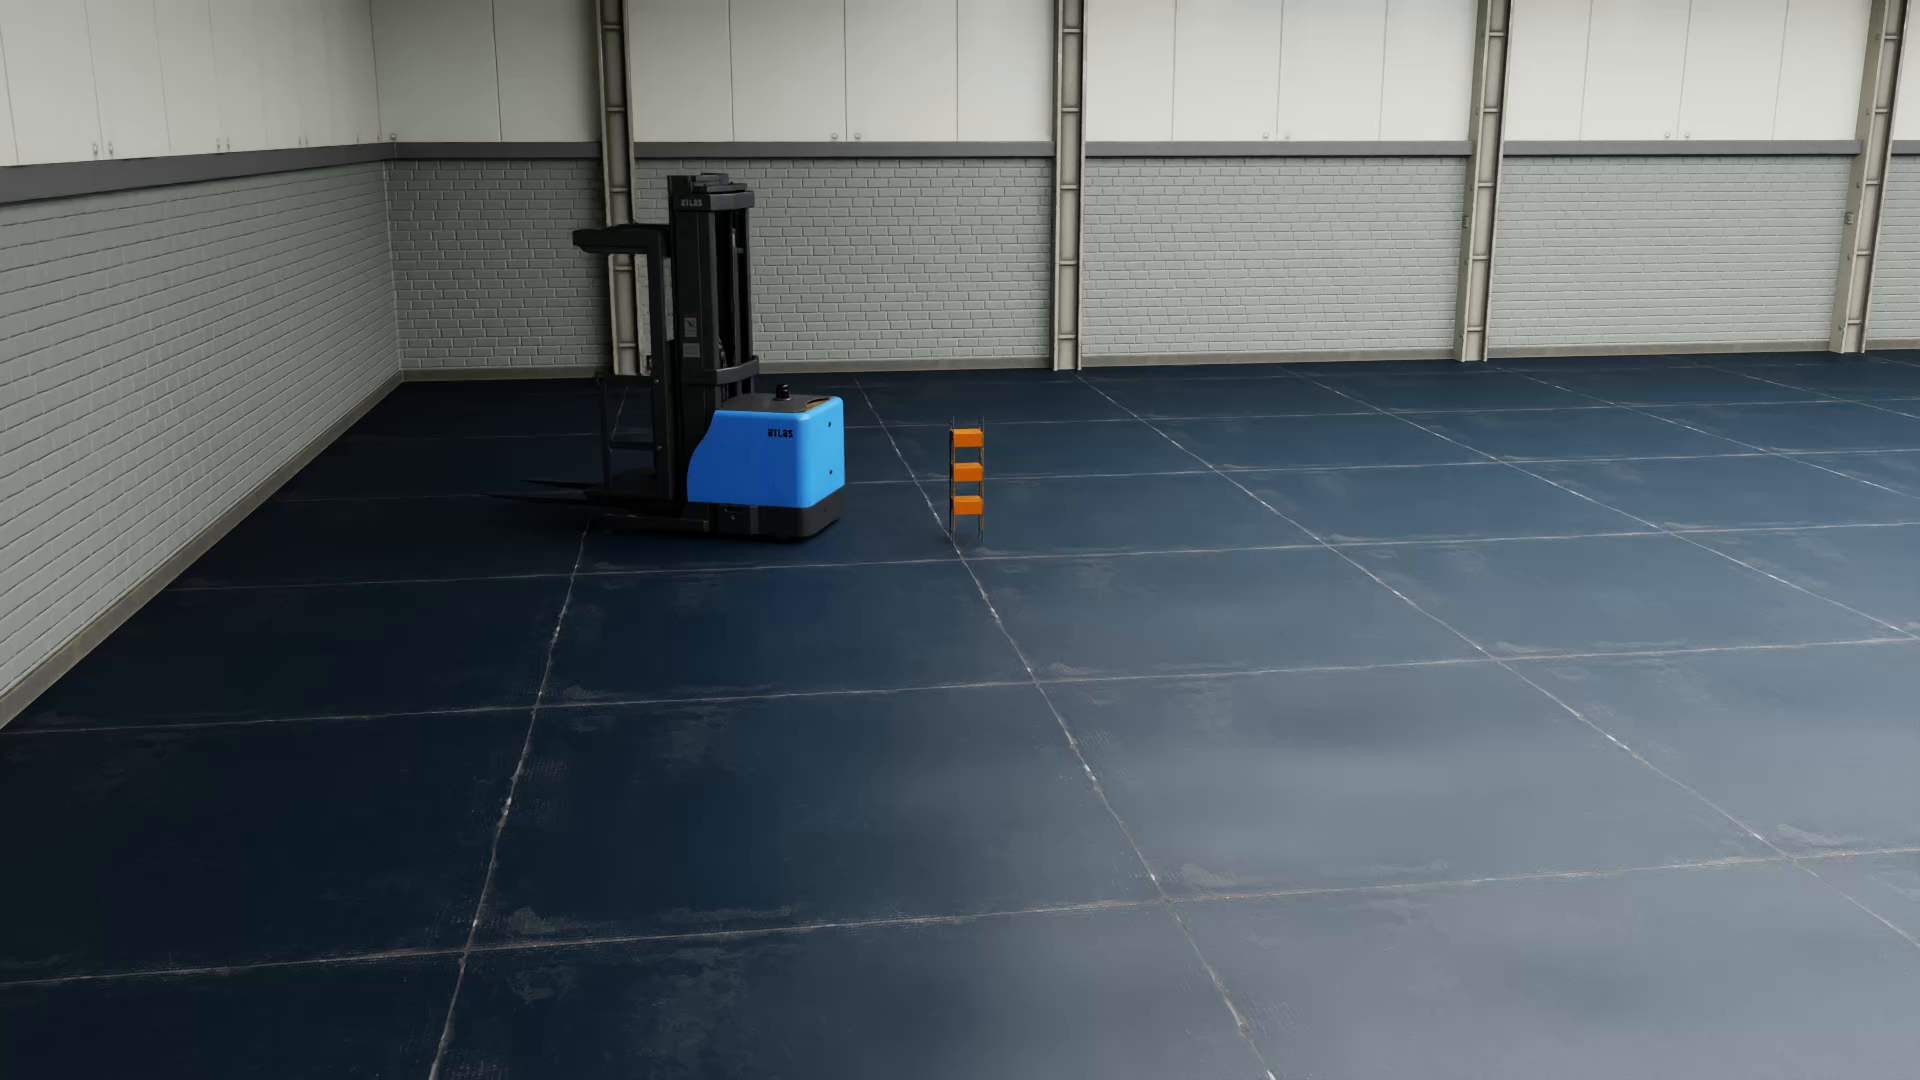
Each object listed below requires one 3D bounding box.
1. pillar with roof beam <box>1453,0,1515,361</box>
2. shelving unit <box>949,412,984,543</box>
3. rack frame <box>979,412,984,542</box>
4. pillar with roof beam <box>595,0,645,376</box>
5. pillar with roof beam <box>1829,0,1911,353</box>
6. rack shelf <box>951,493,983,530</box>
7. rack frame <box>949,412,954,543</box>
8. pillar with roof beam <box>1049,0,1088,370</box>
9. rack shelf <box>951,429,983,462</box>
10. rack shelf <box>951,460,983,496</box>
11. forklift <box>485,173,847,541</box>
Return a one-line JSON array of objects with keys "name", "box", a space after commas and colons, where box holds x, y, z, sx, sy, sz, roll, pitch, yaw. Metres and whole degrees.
[{"name": "pillar with roof beam", "box": [8.049, -5.950, 18.947, 0.400, 9.000, 9.100, -2, 14, -8]}, {"name": "shelving unit", "box": [0.053, -0.511, 13.602, 0.252, 1.050, 0.215, -2, 14, -8]}, {"name": "rack frame", "box": [0.174, -0.516, 13.619, 0.008, 1.050, 0.200, -2, 14, -8]}, {"name": "pillar with roof beam", "box": [-3.817, -5.515, 17.213, 0.400, 9.000, 9.100, -2, 14, -8]}, {"name": "pillar with roof beam", "box": [13.982, -6.167, 19.814, 0.400, 9.000, 9.100, -2, 14, -8]}, {"name": "rack shelf", "box": [0.053, -0.231, 13.672, 0.240, 0.259, 0.215, -2, 14, -8]}, {"name": "rack frame", "box": [-0.068, -0.507, 13.584, 0.008, 1.050, 0.200, -2, 14, -8]}, {"name": "pillar with roof beam", "box": [2.116, -5.732, 18.080, 0.400, 9.000, 9.100, -2, 14, -8]}, {"name": "rack shelf", "box": [0.053, -0.776, 13.535, 0.240, 0.259, 0.215, -2, 14, -8]}, {"name": "rack shelf", "box": [0.053, -0.501, 13.604, 0.240, 0.259, 0.215, -2, 14, -8]}, {"name": "forklift", "box": [-2.558, -1.587, 14.025, 3.031, 2.935, 1.130, 4, 15, 14]}]
